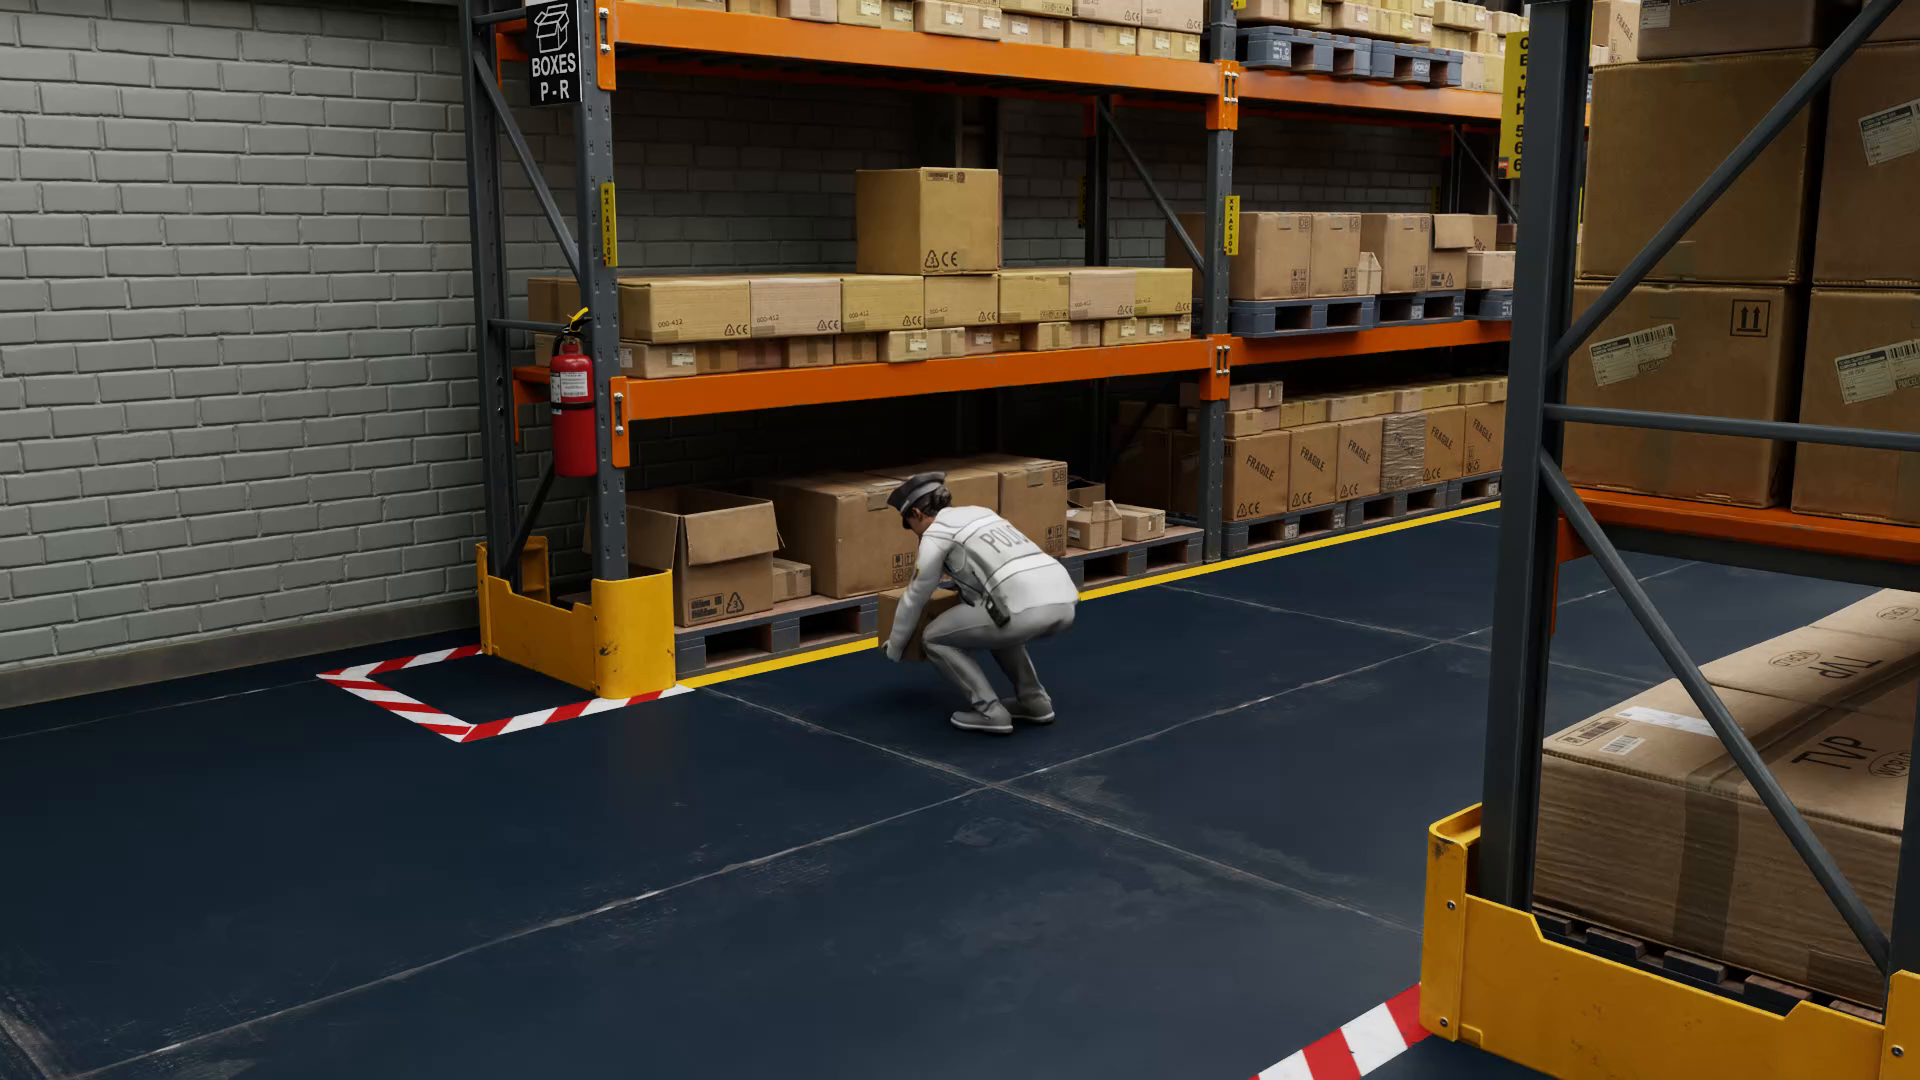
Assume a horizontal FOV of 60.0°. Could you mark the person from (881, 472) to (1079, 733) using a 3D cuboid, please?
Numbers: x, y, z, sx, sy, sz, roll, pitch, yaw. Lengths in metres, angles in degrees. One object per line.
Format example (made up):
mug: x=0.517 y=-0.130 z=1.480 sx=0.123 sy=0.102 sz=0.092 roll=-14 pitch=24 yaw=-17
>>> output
person: x=0.066 y=0.234 z=6.574 sx=0.857 sy=0.977 sz=0.462 roll=10 pitch=15 yaw=44
